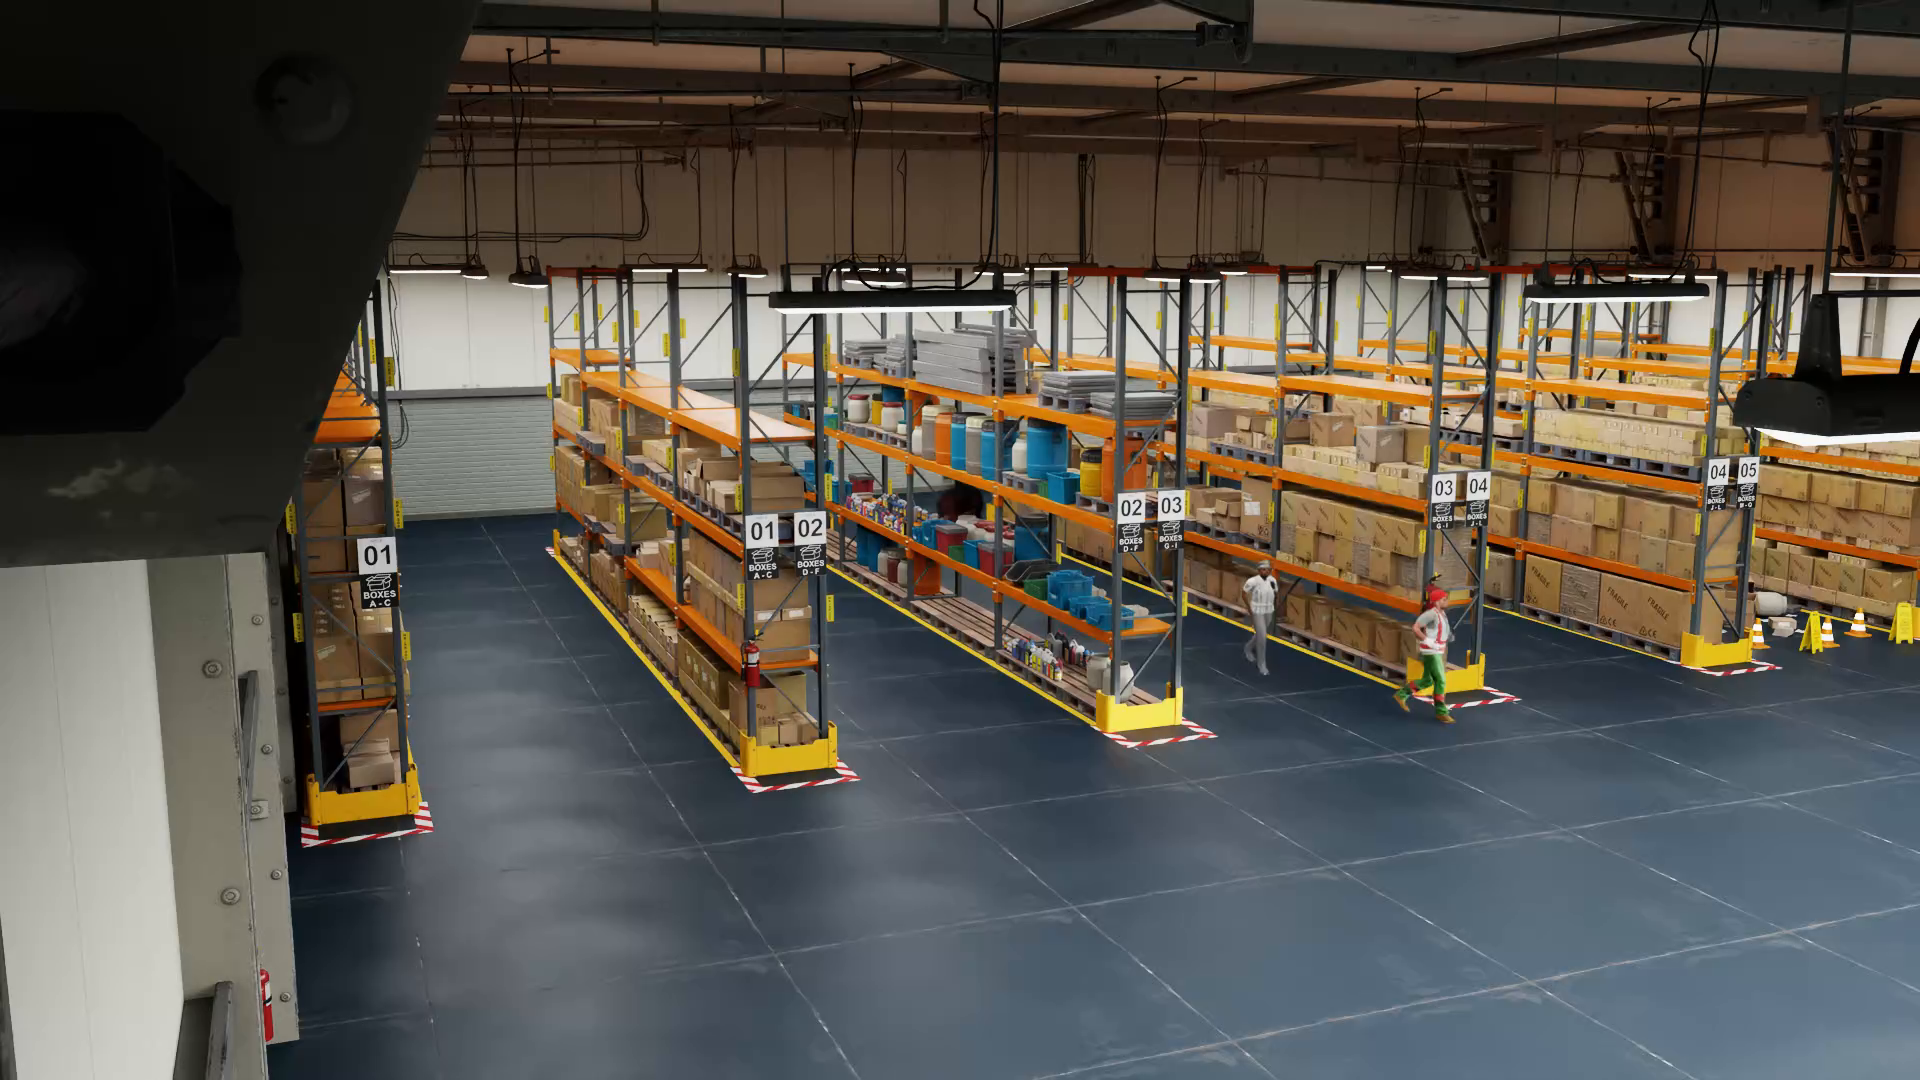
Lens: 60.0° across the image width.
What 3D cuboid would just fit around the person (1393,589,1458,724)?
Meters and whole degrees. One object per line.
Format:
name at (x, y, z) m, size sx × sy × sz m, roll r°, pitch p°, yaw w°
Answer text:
person at (6.457, 1.554, 22.726) m, size 0.886 × 1.788 × 0.694 m, roll 6°, pitch 12°, yaw 33°

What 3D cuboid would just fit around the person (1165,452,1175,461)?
person at (5.132, -1.691, 41.339) m, size 0.858 × 1.742 × 0.747 m, roll -6°, pitch 11°, yaw -30°

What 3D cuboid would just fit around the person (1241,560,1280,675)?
person at (4.576, 1.120, 25.346) m, size 0.575 × 1.736 × 0.812 m, roll -4°, pitch 11°, yaw -23°
